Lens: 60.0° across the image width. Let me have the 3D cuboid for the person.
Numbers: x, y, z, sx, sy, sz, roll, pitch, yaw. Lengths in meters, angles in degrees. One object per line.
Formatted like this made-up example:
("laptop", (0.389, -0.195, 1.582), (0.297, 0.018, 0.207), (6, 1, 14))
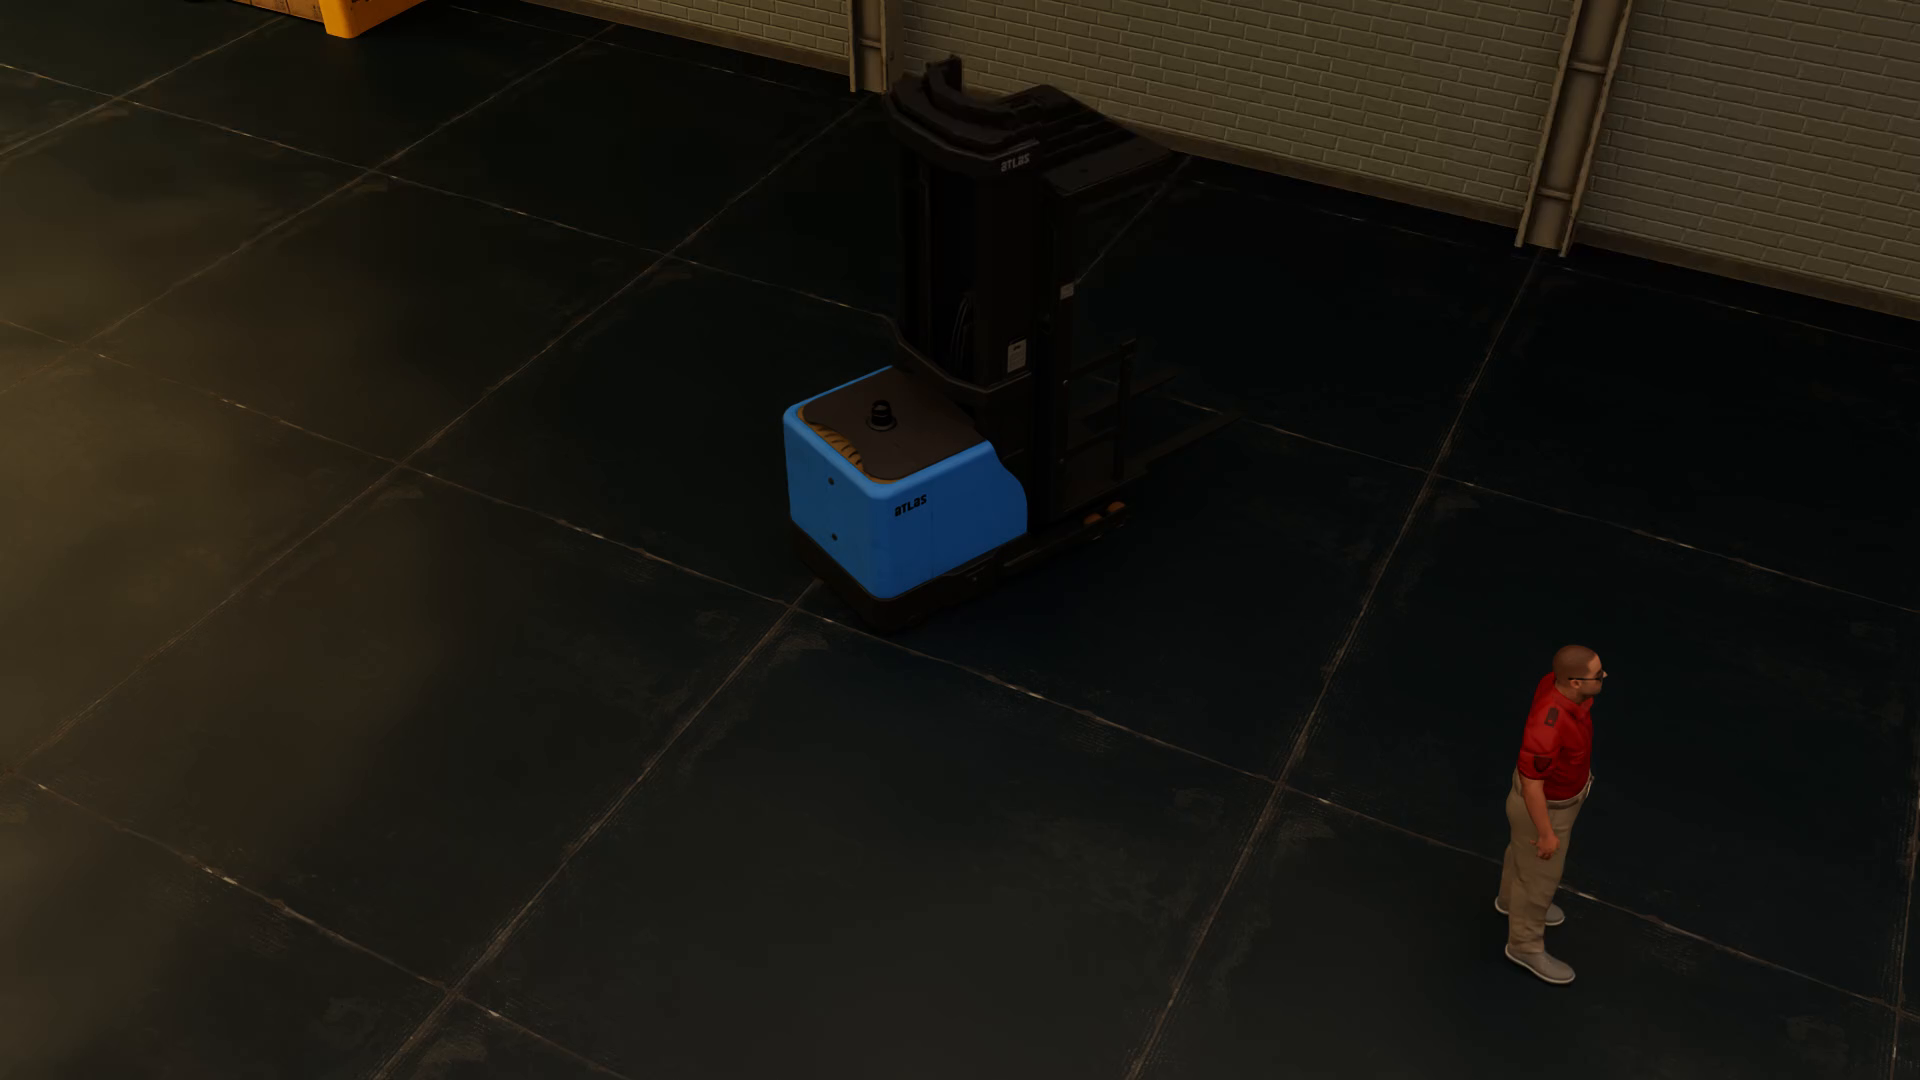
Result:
("person", (2.732, 1.189, 7.502), (0.540, 1.731, 0.629), (16, 43, 18))

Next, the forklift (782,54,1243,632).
("forklift", (0.451, -1.368, 9.611), (3.031, 2.935, 1.130), (-26, 46, -27))
